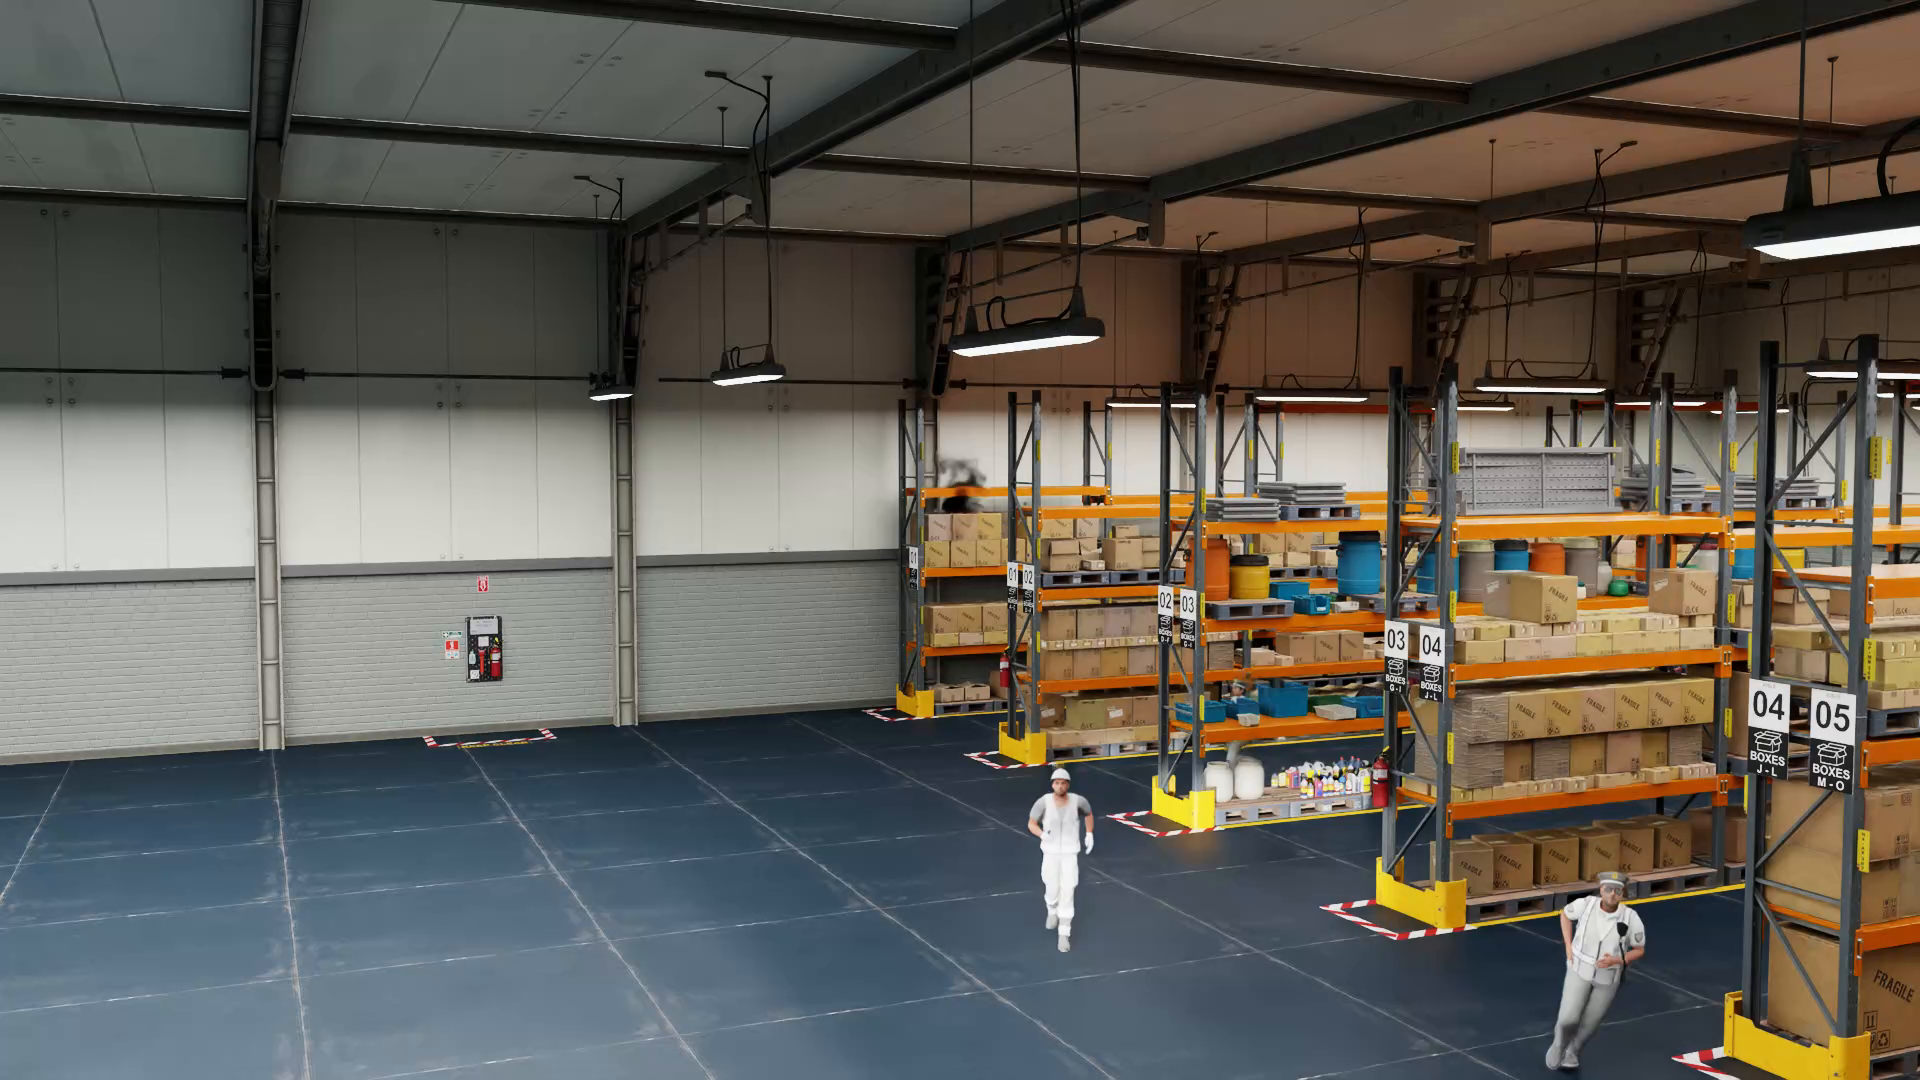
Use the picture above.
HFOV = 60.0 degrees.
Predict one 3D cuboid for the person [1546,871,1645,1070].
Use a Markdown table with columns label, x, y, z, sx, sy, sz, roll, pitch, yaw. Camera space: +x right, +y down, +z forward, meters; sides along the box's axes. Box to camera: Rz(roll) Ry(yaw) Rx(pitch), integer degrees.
| label | x | y | z | sx | sy | sz | roll | pitch | yaw |
| --- | --- | --- | --- | --- | --- | --- | --- | --- | --- |
| person | 5.156 | 3.508 | 13.493 | 0.737 | 1.731 | 0.625 | 1 | 4 | 21 |

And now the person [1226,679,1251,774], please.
| label | x | y | z | sx | sy | sz | roll | pitch | yaw |
| --- | --- | --- | --- | --- | --- | --- | --- | --- | --- |
| person | 4.169 | 2.894 | 24.760 | 0.725 | 1.682 | 0.617 | -2 | 4 | -28 |

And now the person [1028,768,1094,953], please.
| label | x | y | z | sx | sy | sz | roll | pitch | yaw |
| --- | --- | --- | --- | --- | --- | --- | --- | --- | --- |
| person | 1.045 | 3.251 | 17.220 | 0.682 | 1.807 | 0.883 | 0 | 3 | 4 |
